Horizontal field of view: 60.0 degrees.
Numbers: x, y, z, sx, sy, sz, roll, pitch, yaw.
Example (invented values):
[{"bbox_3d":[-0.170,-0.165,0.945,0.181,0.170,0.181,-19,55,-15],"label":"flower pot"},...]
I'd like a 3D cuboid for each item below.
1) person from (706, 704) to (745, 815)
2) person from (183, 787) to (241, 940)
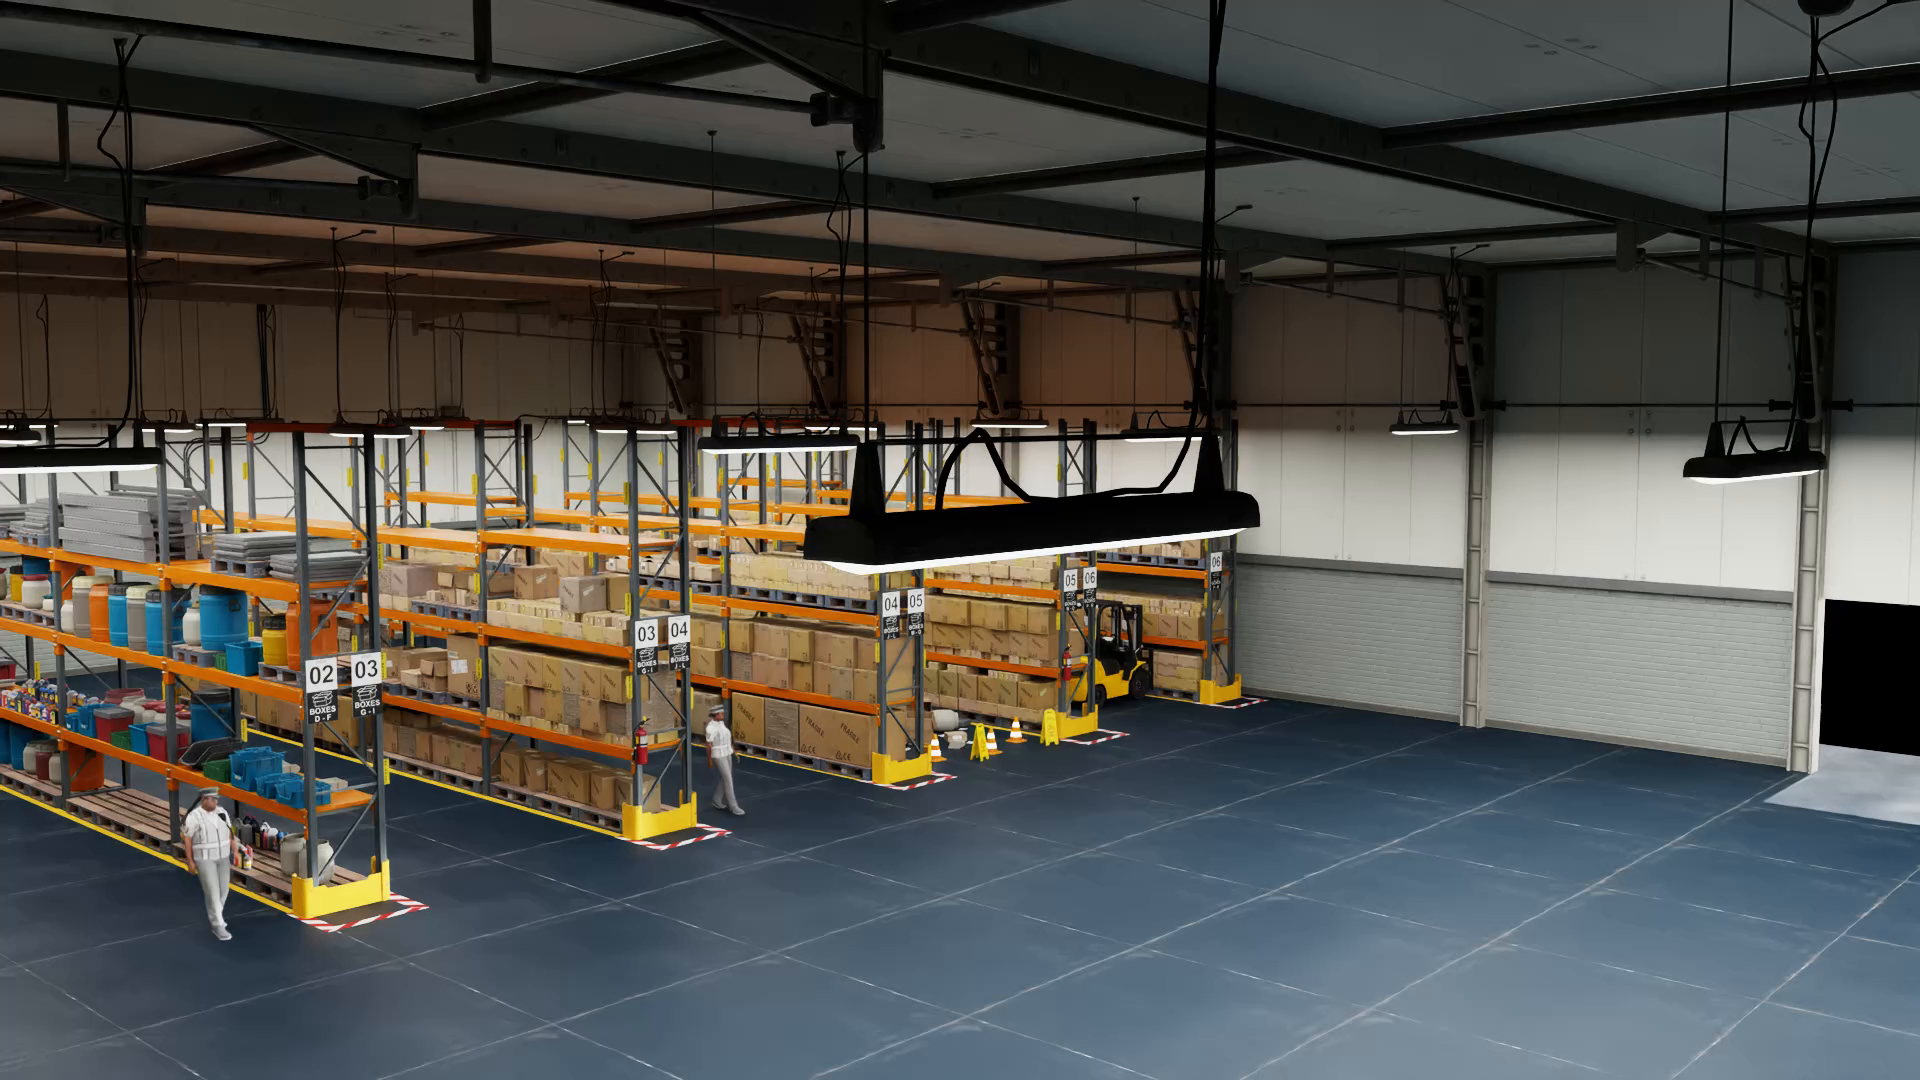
[{"bbox_3d":[-3.610,3.408,25.919,0.733,1.669,0.470,2,5,22],"label":"person"},{"bbox_3d":[-8.873,3.853,19.934,0.803,1.756,0.559,3,6,33],"label":"person"}]
